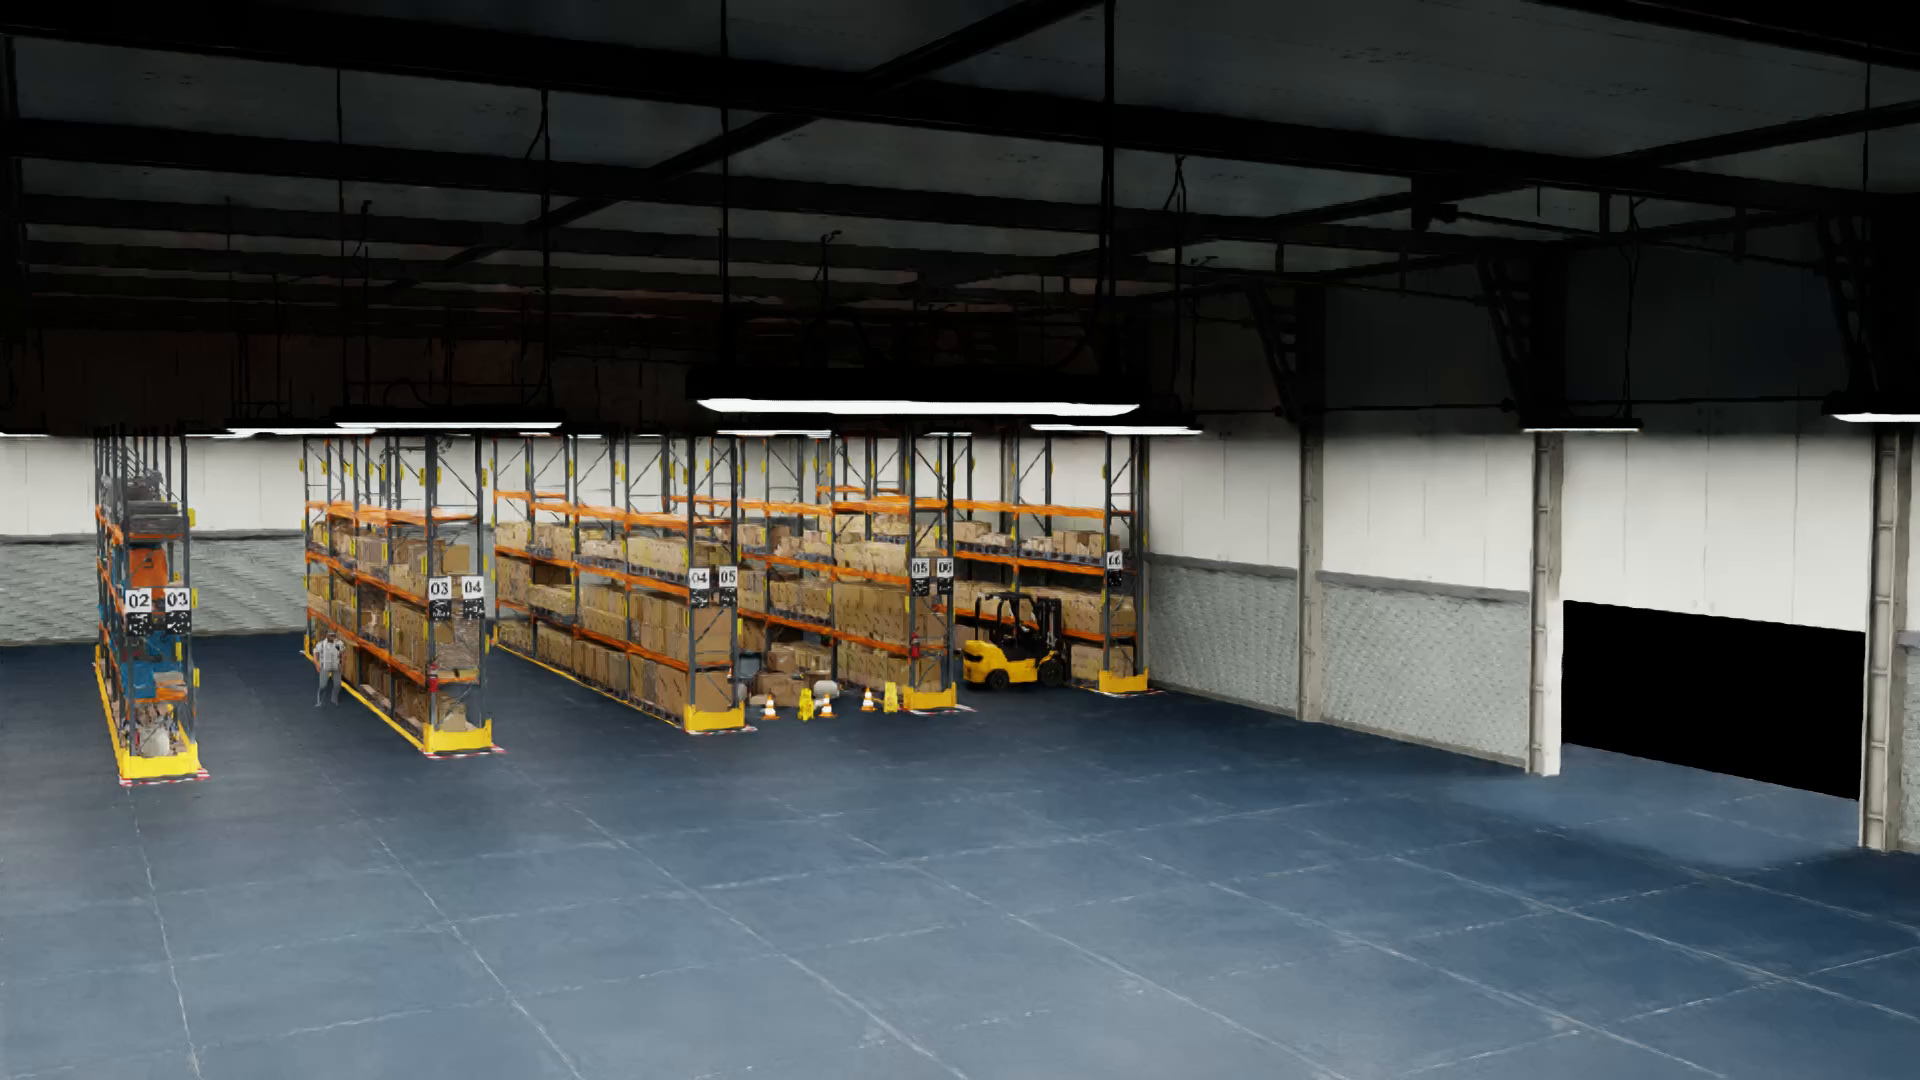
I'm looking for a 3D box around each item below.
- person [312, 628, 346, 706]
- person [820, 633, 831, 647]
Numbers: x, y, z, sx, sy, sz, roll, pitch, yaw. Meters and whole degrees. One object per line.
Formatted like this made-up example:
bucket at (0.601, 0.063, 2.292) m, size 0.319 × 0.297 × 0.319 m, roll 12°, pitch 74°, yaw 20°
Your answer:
person at (-13.499, 2.714, 35.619) m, size 0.682 × 1.715 × 0.542 m, roll -2°, pitch 4°, yaw -30°
person at (-3.483, 2.150, 43.974) m, size 0.605 × 1.789 × 0.450 m, roll 2°, pitch 4°, yaw 30°
